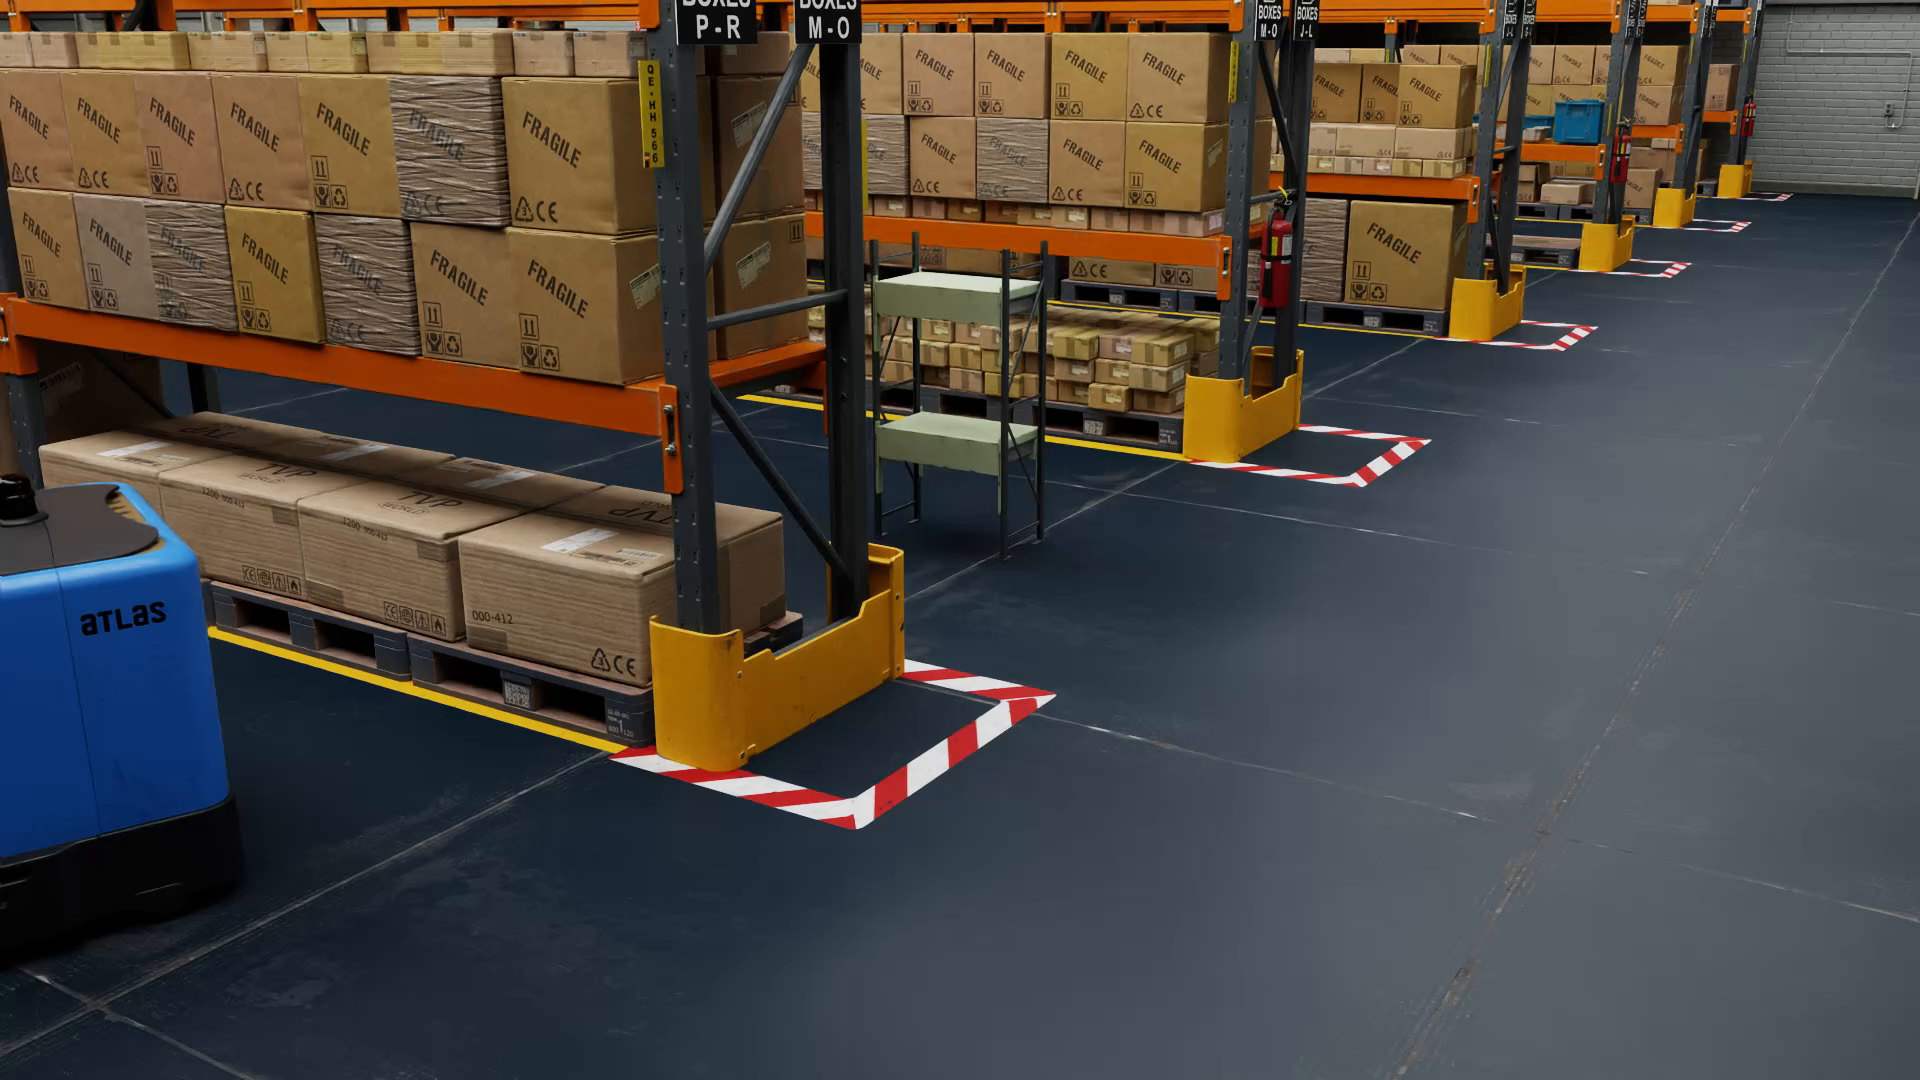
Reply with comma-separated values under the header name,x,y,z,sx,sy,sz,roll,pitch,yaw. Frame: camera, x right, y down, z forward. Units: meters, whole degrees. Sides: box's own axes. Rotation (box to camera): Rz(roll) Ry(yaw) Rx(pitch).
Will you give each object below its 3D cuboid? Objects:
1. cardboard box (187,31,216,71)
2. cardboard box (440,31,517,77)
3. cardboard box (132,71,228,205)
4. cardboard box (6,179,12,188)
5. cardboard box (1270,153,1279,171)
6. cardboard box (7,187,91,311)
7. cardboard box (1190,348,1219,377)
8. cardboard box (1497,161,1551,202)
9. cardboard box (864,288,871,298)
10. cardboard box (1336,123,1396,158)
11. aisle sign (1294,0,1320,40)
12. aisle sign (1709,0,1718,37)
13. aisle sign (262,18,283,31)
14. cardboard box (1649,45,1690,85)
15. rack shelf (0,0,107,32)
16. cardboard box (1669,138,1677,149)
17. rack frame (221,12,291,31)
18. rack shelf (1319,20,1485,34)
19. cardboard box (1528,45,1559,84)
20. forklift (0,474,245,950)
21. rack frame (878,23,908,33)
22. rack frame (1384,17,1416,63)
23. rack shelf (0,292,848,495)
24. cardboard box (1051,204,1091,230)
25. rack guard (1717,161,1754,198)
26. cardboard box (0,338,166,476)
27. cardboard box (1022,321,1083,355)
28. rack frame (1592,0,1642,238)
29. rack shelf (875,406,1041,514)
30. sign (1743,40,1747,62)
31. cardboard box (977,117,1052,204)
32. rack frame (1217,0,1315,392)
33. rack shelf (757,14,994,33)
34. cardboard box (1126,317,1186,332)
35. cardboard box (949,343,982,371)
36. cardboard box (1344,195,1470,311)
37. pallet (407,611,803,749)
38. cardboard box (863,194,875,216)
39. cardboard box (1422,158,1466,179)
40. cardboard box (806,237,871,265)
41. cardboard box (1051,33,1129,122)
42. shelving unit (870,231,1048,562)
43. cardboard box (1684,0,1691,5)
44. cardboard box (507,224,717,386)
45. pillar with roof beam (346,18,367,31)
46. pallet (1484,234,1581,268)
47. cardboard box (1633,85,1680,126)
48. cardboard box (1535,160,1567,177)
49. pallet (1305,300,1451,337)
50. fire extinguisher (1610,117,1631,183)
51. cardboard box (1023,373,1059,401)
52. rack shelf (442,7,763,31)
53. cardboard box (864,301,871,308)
name,x,y,z,sx,sy,sz,roll,pitch,yaw
cardboard box,-2.829,-1.950,6.633,0.250,0.149,0.380,10,20,30
cardboard box,-1.572,-1.692,5.783,0.250,0.149,0.380,10,20,30
cardboard box,-2.940,-1.643,6.736,0.500,0.500,0.500,11,20,31
cardboard box,-4.580,-1.582,7.827,0.500,0.250,0.500,10,20,30
cardboard box,2.739,-3.339,14.644,0.250,0.149,0.380,11,20,31
cardboard box,-3.814,-1.319,7.392,0.500,0.500,0.500,11,20,32
cardboard box,1.524,-1.163,10.720,0.250,0.149,0.380,11,20,32
cardboard box,7.900,-5.047,23.373,0.637,0.503,0.797,10,20,30
cardboard box,-0.679,-1.716,12.028,0.250,0.149,0.380,10,20,30
cardboard box,3.534,-3.410,14.192,0.500,0.250,0.500,10,19,29
aisle sign,2.055,-3.348,9.769,0.004,0.787,0.394,10,20,30
aisle sign,9.917,-7.013,21.835,0.004,0.787,0.394,10,20,30
aisle sign,-9.012,-7.015,21.842,0.004,0.787,0.394,10,20,30
cardboard box,9.465,-6.366,22.285,0.500,0.500,0.500,11,20,32
rack shelf,-10.094,-5.261,16.618,4.000,0.370,1.077,10,20,30
cardboard box,11.441,-6.306,26.441,0.250,0.149,0.380,10,19,29
rack frame,-9.116,-5.688,21.944,0.127,3.000,1.000,10,20,30
rack shelf,7.182,-8.938,28.721,4.000,0.370,1.077,10,20,30
cardboard box,7.869,-6.465,22.611,0.500,0.500,0.500,11,20,32
forklift,-3.612,-0.213,4.040,3.031,2.935,1.130,-12,21,-34
rack frame,-1.339,-9.368,34.060,0.127,3.000,1.000,10,20,30
rack frame,6.297,-6.315,24.010,0.127,3.000,1.000,10,20,30
rack shelf,-2.373,-0.759,6.958,4.000,0.370,1.077,10,20,30
cardboard box,0.767,-2.015,10.285,0.250,0.149,0.380,11,20,32
rack guard,12.315,-5.734,26.399,0.348,0.500,1.175,10,20,30
cardboard box,-4.647,-0.667,8.348,0.875,0.875,0.875,11,20,32
cardboard box,0.593,-1.296,10.644,0.250,0.149,0.380,9,19,28
rack frame,7.110,-4.480,17.970,0.127,3.000,1.000,10,20,30
rack shelf,-0.006,-0.407,8.261,0.720,0.370,0.431,10,20,30
sign,11.999,-7.469,25.410,0.005,0.325,0.100,10,20,30
cardboard box,0.445,-2.390,10.404,0.500,0.500,0.500,10,20,30
rack frame,1.836,-2.041,9.939,0.127,3.000,1.000,10,20,30
rack shelf,-1.411,-7.093,22.647,4.000,0.370,1.077,10,20,30
cardboard box,1.269,-1.338,10.785,0.250,0.149,0.380,11,20,31
cardboard box,0.136,-1.227,10.931,0.250,0.149,0.380,11,20,33
cardboard box,3.930,-2.516,14.435,0.875,0.875,0.875,10,20,30
pallet,-1.391,0.433,6.594,1.213,0.211,1.003,10,20,30
cardboard box,-0.580,-2.259,11.090,0.250,0.149,0.380,11,20,31
cardboard box,4.042,-3.106,13.878,0.250,0.149,0.380,11,20,31
cardboard box,-0.967,-3.407,17.371,0.875,0.875,1.225,10,20,30
cardboard box,0.884,-2.794,10.016,0.500,0.500,0.500,9,19,28
shelving unit,-0.006,-0.719,8.167,0.755,1.500,0.431,10,20,30
cardboard box,9.401,-7.211,22.058,0.500,0.250,0.500,10,20,30
cardboard box,-1.218,-0.855,5.863,0.500,0.500,0.500,10,20,30
pillar with roof beam,-17.881,-14.018,39.046,0.400,9.000,9.100,10,20,30
pallet,6.427,-3.281,18.820,1.213,0.211,1.003,10,20,30
cardboard box,9.181,-5.755,21.995,0.500,0.500,0.500,11,20,32
cardboard box,9.896,-6.331,27.641,0.500,0.500,0.700,10,20,30
pallet,3.795,-2.022,14.674,1.213,0.211,1.003,10,20,30
fire extinguisher,7.000,-4.130,17.590,0.183,0.674,0.296,10,20,30
cardboard box,0.609,-1.016,10.747,0.250,0.149,0.380,10,20,31
rack shelf,-4.004,-5.866,18.608,4.000,0.370,1.077,10,20,30
cardboard box,-0.708,-1.550,11.482,0.250,0.149,0.380,10,19,29
